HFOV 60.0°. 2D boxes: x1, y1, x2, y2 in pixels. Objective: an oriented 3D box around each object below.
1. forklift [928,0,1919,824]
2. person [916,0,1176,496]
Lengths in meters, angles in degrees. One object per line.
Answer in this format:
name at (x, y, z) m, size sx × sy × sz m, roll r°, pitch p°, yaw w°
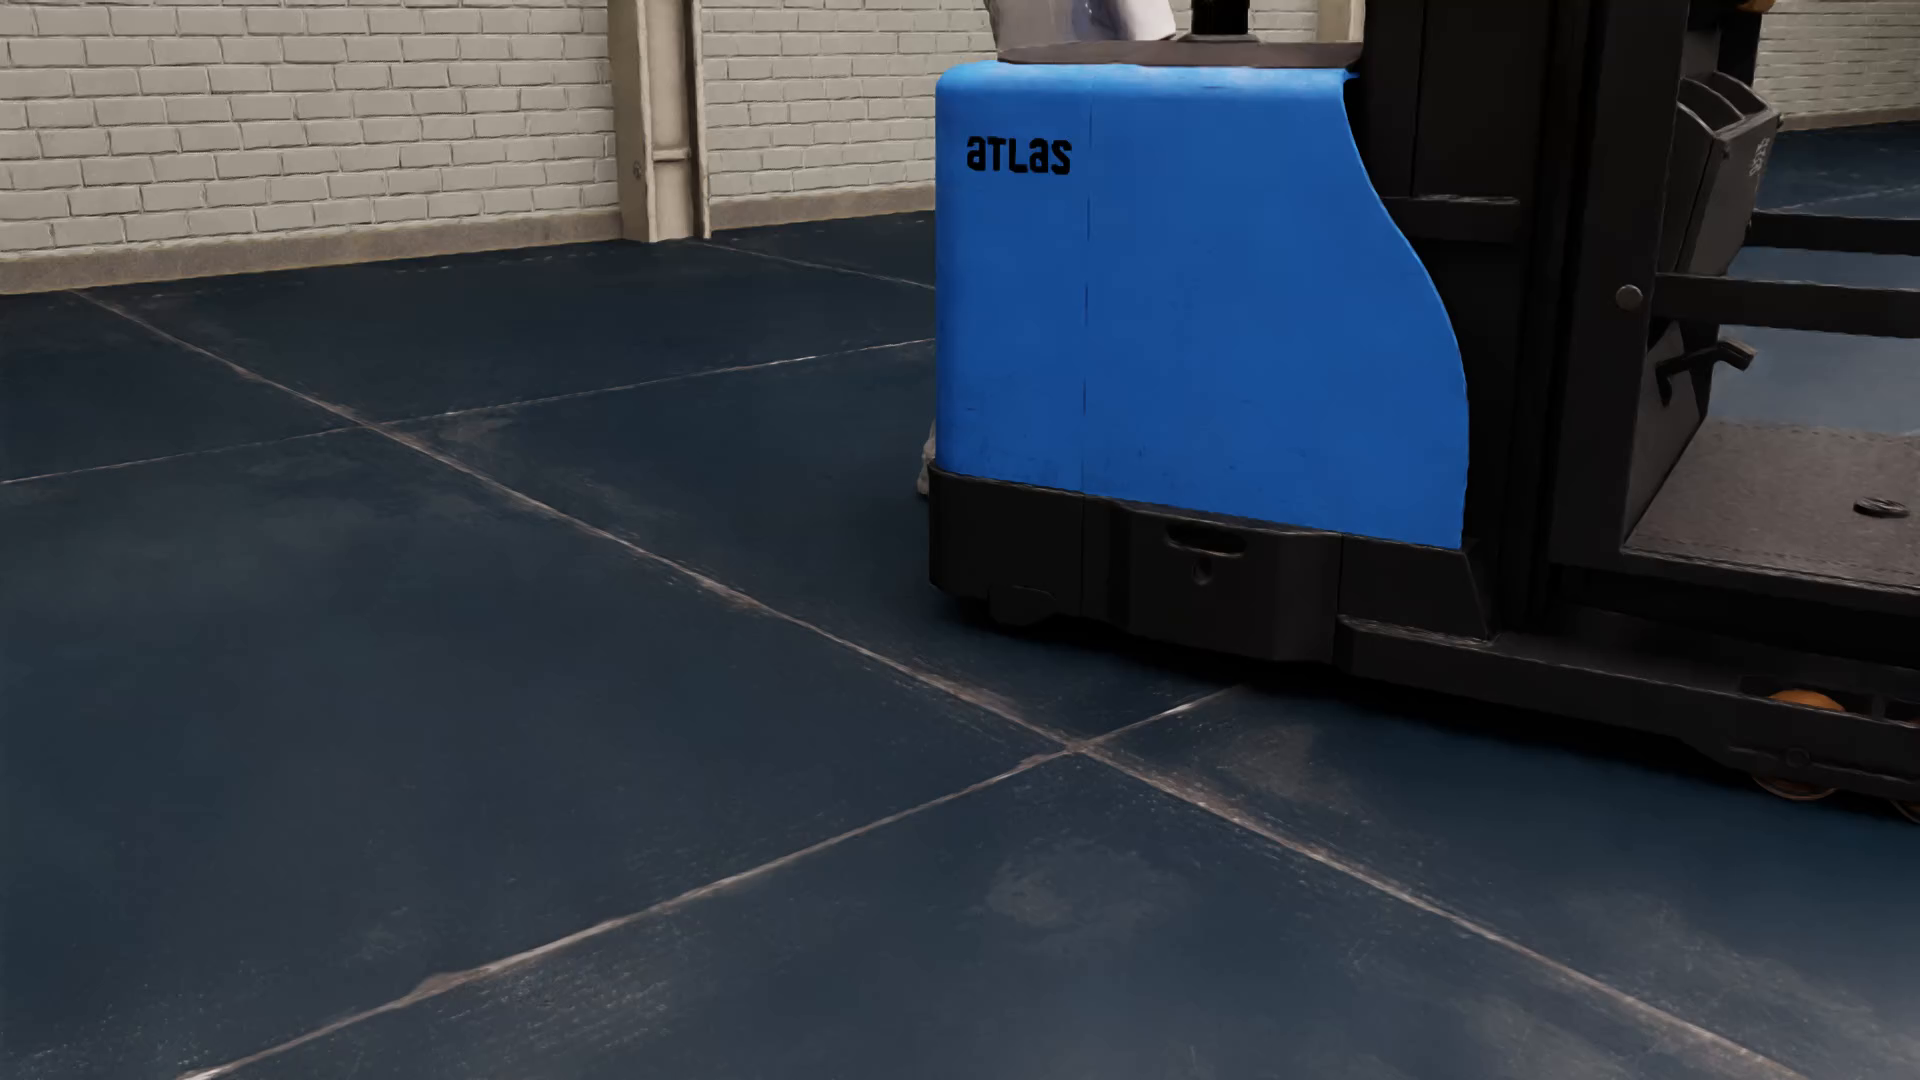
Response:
forklift at (1.473, -1.150, 2.616) m, size 3.031 × 2.935 × 1.130 m, roll 10°, pitch 20°, yaw 28°
person at (0.355, -0.920, 4.026) m, size 0.833 × 1.704 × 0.728 m, roll -15°, pitch 23°, yaw -40°
